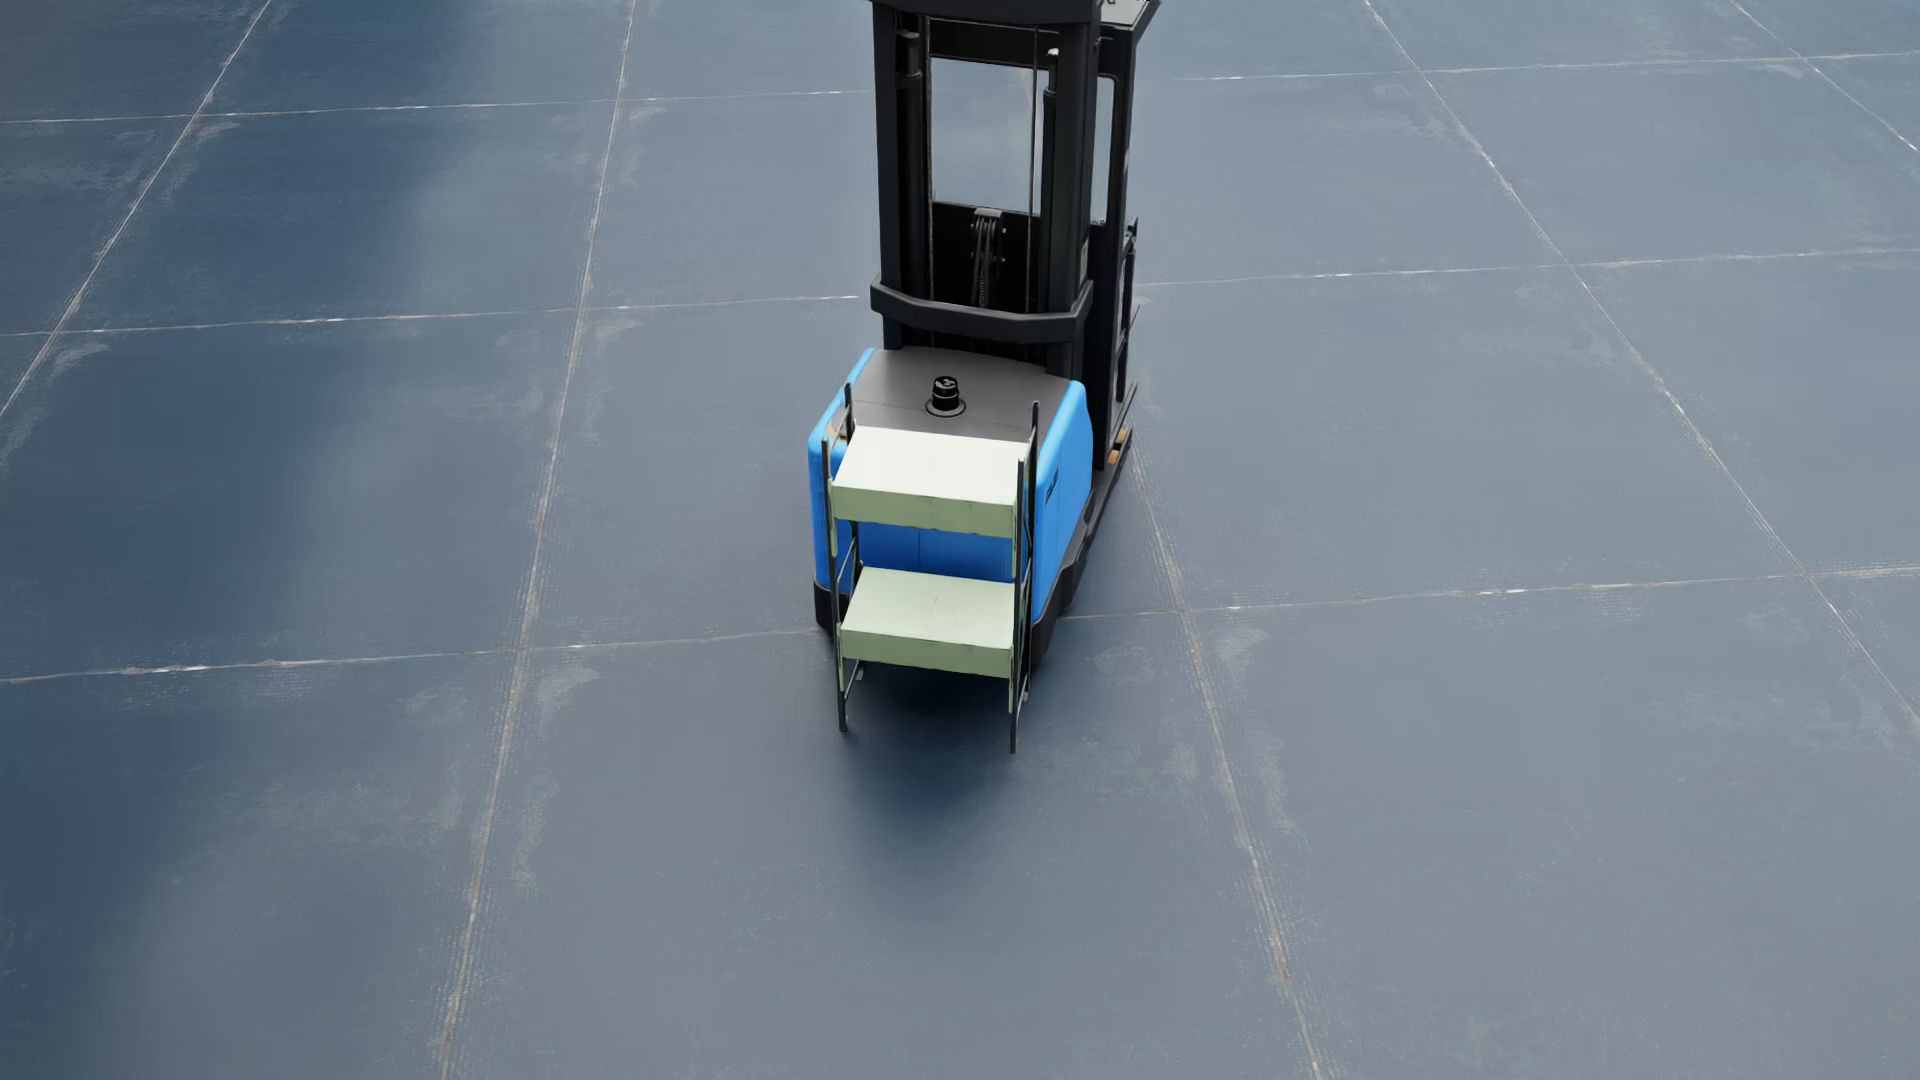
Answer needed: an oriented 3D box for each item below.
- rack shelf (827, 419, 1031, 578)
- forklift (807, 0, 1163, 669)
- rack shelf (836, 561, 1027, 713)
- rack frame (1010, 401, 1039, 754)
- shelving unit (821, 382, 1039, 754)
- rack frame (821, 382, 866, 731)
[{"bbox_3d":[-0.105,-0.165,6.439,0.720,0.370,0.431,7,39,8],"label":"rack shelf"},{"bbox_3d":[0.260,-1.508,7.616,1.130,2.935,3.031,10,39,13],"label":"forklift"},{"bbox_3d":[-0.105,0.397,6.884,0.720,0.370,0.431,7,39,8],"label":"rack shelf"},{"bbox_3d":[0.255,0.182,6.629,0.023,1.500,0.400,7,39,8],"label":"rack frame"},{"bbox_3d":[-0.105,0.141,6.681,0.755,1.500,0.431,7,39,8],"label":"shelving unit"},{"bbox_3d":[-0.465,0.100,6.733,0.023,1.500,0.400,7,39,8],"label":"rack frame"}]
